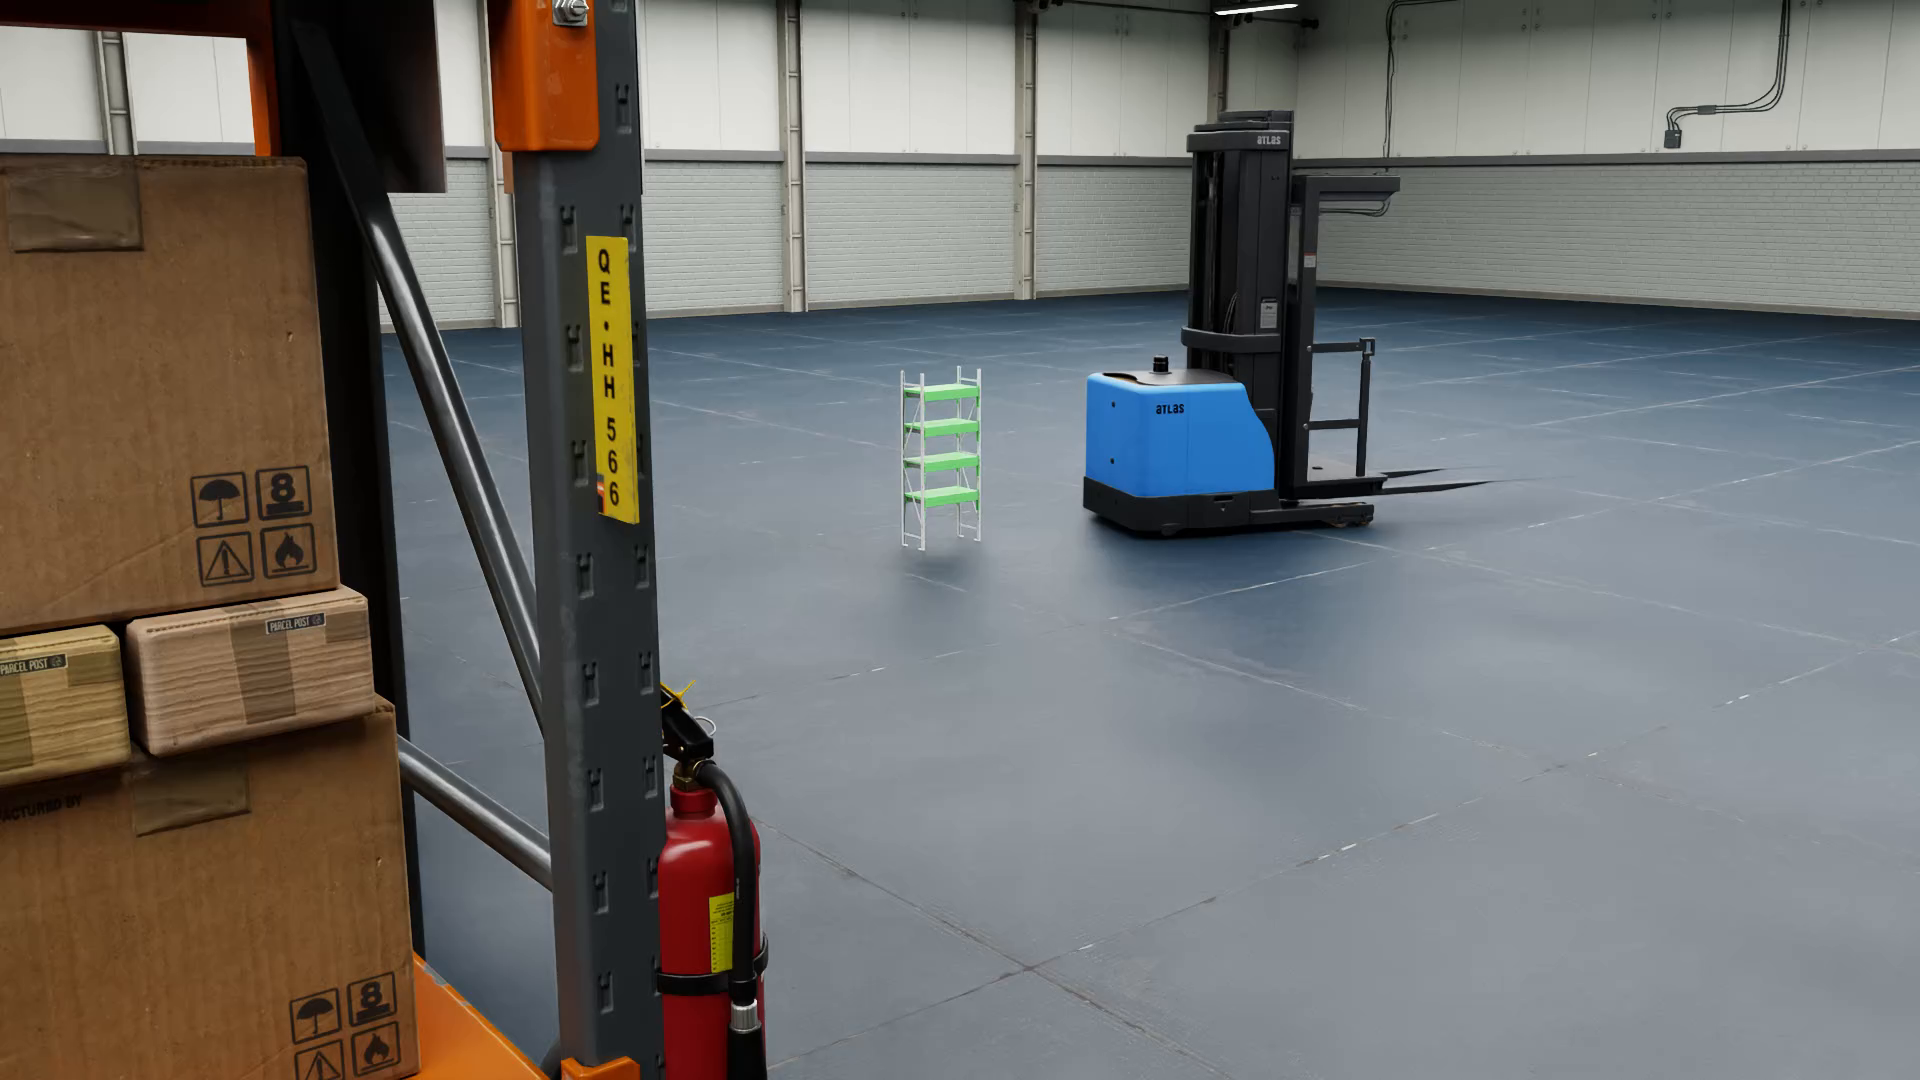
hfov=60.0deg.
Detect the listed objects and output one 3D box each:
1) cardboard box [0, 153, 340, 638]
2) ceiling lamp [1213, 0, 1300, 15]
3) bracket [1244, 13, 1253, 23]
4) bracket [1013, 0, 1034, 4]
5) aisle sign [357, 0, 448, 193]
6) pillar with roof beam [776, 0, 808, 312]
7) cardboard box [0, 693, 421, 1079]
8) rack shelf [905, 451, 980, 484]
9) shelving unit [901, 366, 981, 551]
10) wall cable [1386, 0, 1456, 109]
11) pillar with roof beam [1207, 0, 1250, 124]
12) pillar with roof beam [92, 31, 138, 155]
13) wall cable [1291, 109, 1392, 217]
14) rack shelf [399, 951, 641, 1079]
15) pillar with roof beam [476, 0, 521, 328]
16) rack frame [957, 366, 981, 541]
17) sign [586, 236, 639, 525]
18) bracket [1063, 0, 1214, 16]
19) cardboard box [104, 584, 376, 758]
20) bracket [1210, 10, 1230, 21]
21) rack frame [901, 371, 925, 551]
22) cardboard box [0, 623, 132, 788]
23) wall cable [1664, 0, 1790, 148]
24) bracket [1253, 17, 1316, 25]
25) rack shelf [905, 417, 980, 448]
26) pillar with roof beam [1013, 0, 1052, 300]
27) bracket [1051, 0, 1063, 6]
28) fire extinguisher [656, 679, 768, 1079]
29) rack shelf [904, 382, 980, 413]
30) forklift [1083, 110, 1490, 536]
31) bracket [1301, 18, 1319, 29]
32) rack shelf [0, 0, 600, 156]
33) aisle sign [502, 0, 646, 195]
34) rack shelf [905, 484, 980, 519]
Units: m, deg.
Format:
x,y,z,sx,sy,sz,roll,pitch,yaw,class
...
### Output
x,y,z,sx,sy,sz,roll,pitch,yaw,class
-1.144,-0.210,2.033,0.500,0.500,0.700,-9,15,-37,cardboard box
6.058,-12.078,32.790,0.800,3.185,2.000,-9,15,-38,ceiling lamp
6.654,-12.251,38.994,0.430,0.232,0.235,-9,15,-38,bracket
1.321,-11.365,34.820,0.430,0.232,0.235,-9,15,-38,bracket
-0.870,-0.922,2.490,0.004,0.787,0.394,-9,15,-38,aisle sign
-0.573,-8.239,28.764,0.400,9.000,9.100,-9,15,-38,pillar with roof beam
-1.103,0.418,2.200,0.500,0.500,0.700,-9,15,-38,cardboard box
-0.129,-0.503,11.416,0.480,0.148,0.258,-9,15,-38,rack shelf
-0.129,-0.565,11.403,0.503,1.200,0.258,-9,15,-38,shelving unit
10.925,-11.175,37.907,0.112,2.526,3.097,-9,15,-38,wall cable
8.798,-9.796,36.097,0.548,9.000,9.100,-9,15,-38,pillar with roof beam
-9.943,-6.682,21.431,0.400,9.000,9.100,-9,15,-38,pillar with roof beam
9.235,-9.143,40.498,0.112,2.526,3.097,-9,15,-38,wall cable
-2.292,1.019,1.338,4.000,0.370,1.077,-9,15,-38,rack shelf
-5.258,-7.460,25.098,0.400,9.000,9.100,-9,15,-38,pillar with roof beam
0.061,-0.597,11.552,0.015,1.200,0.240,-9,15,-38,rack frame
-0.402,-0.184,1.918,0.005,0.325,0.100,-9,15,-38,sign
3.994,-11.809,36.912,4.783,0.066,0.076,-9,15,-38,bracket
-0.910,0.122,2.029,0.250,0.149,0.380,-10,15,-39,cardboard box
6.006,-12.144,38.487,0.430,0.232,0.235,-9,15,-38,bracket
-0.320,-0.534,11.254,0.015,1.200,0.240,-9,15,-38,rack frame
-1.113,0.157,1.868,0.250,0.149,0.380,-9,15,-36,cardboard box
15.153,-10.784,32.561,0.169,6.003,2.305,-9,15,-38,wall cable
8.044,-12.482,40.081,3.189,0.066,0.076,-9,15,-38,bracket
-0.129,-0.738,11.366,0.480,0.148,0.258,-9,15,-38,rack shelf
4.113,-9.017,32.431,0.548,9.000,9.100,-9,15,-38,pillar with roof beam
1.969,-11.473,35.328,0.430,0.232,0.235,-9,15,-38,bracket
-0.348,0.506,2.211,0.183,0.674,0.296,-9,15,-38,fire extinguisher
-0.129,-0.972,11.317,0.480,0.148,0.258,-9,15,-38,rack shelf
2.495,-1.623,12.214,3.031,2.935,1.130,-4,13,-19,forklift
8.505,-12.559,40.442,0.430,0.232,0.235,-9,15,-38,bracket
-2.292,-0.448,1.027,4.000,0.370,1.077,-9,15,-38,rack shelf
-0.496,-0.824,2.031,0.004,0.787,0.394,-9,15,-38,aisle sign
-0.129,-0.268,11.466,0.480,0.148,0.258,-9,15,-38,rack shelf
